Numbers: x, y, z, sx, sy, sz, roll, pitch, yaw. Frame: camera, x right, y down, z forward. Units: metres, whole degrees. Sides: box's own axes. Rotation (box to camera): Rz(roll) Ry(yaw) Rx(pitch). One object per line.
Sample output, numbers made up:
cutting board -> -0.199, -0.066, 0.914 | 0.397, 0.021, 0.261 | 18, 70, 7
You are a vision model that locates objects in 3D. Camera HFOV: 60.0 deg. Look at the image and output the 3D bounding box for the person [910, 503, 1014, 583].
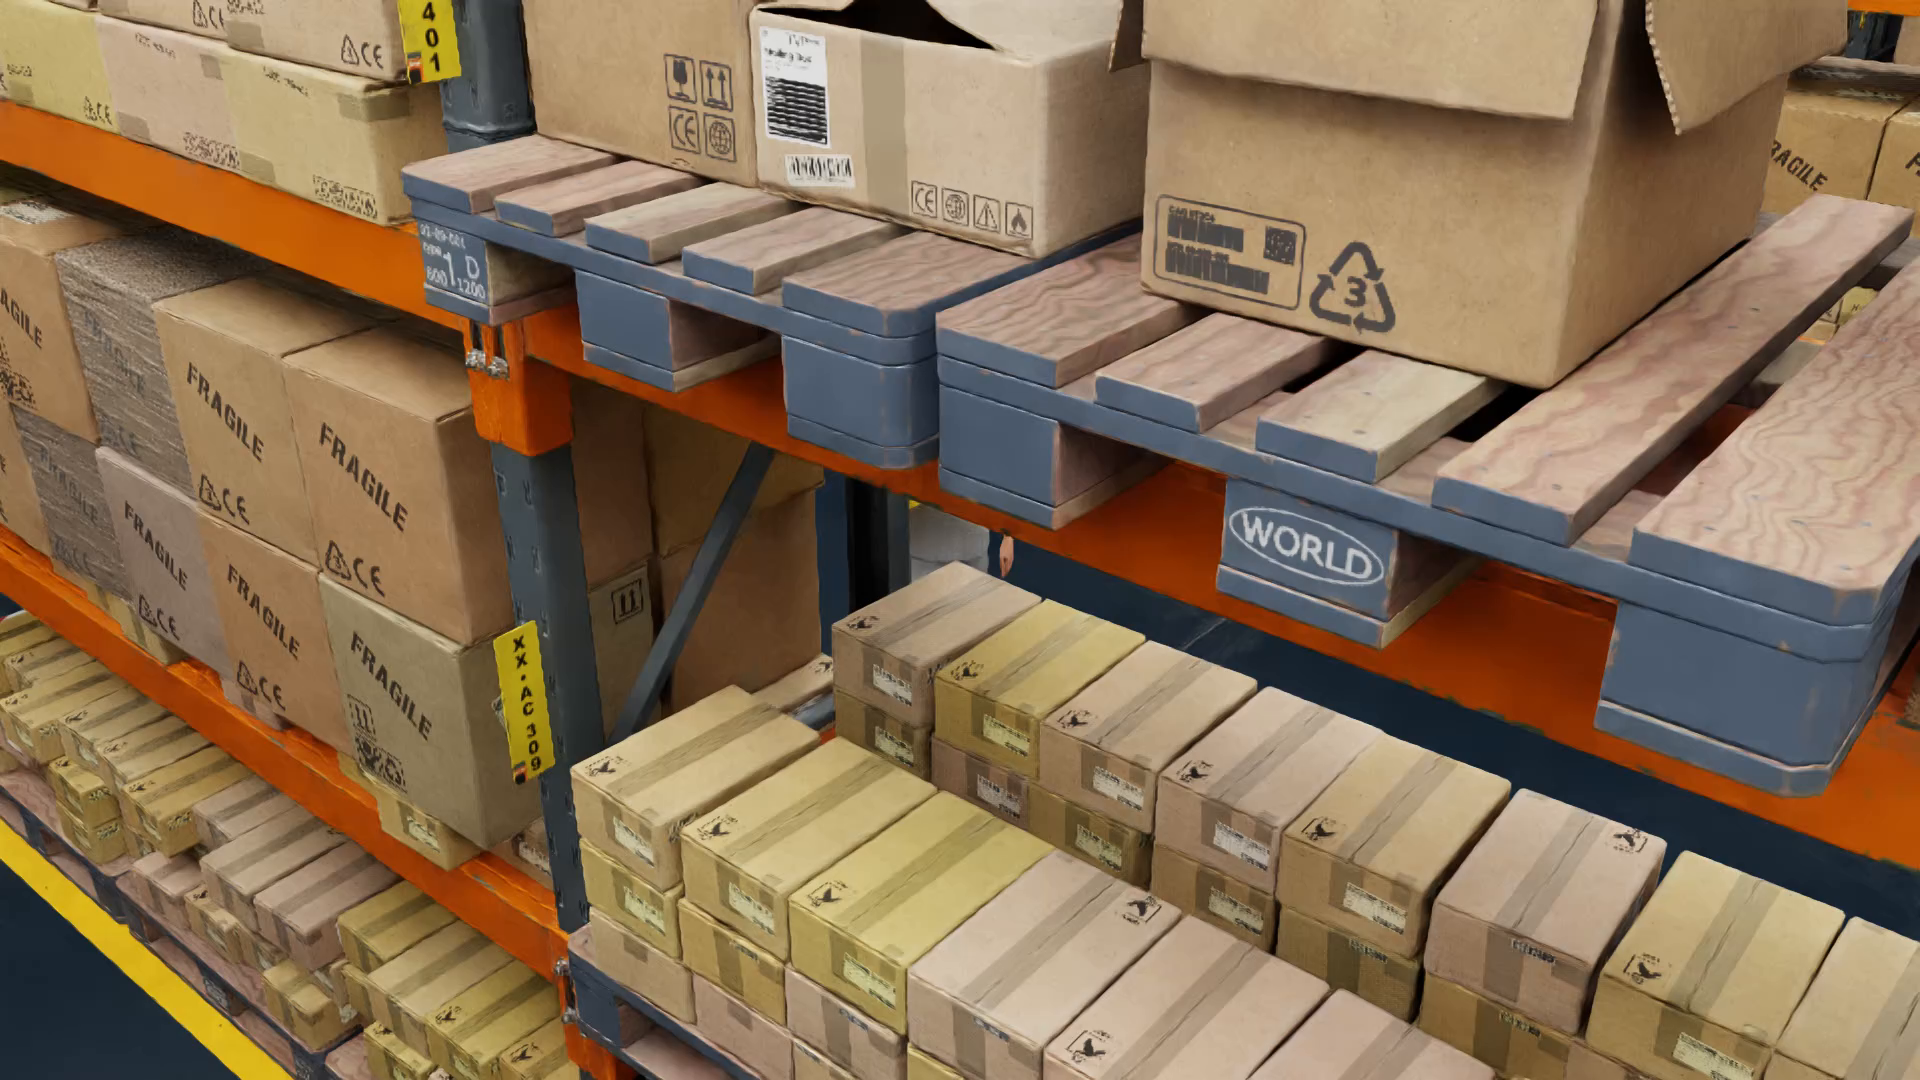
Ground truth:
person -> -0.080, 0.054, 5.977 | 0.629, 1.663, 0.618 | -11, 29, -20
